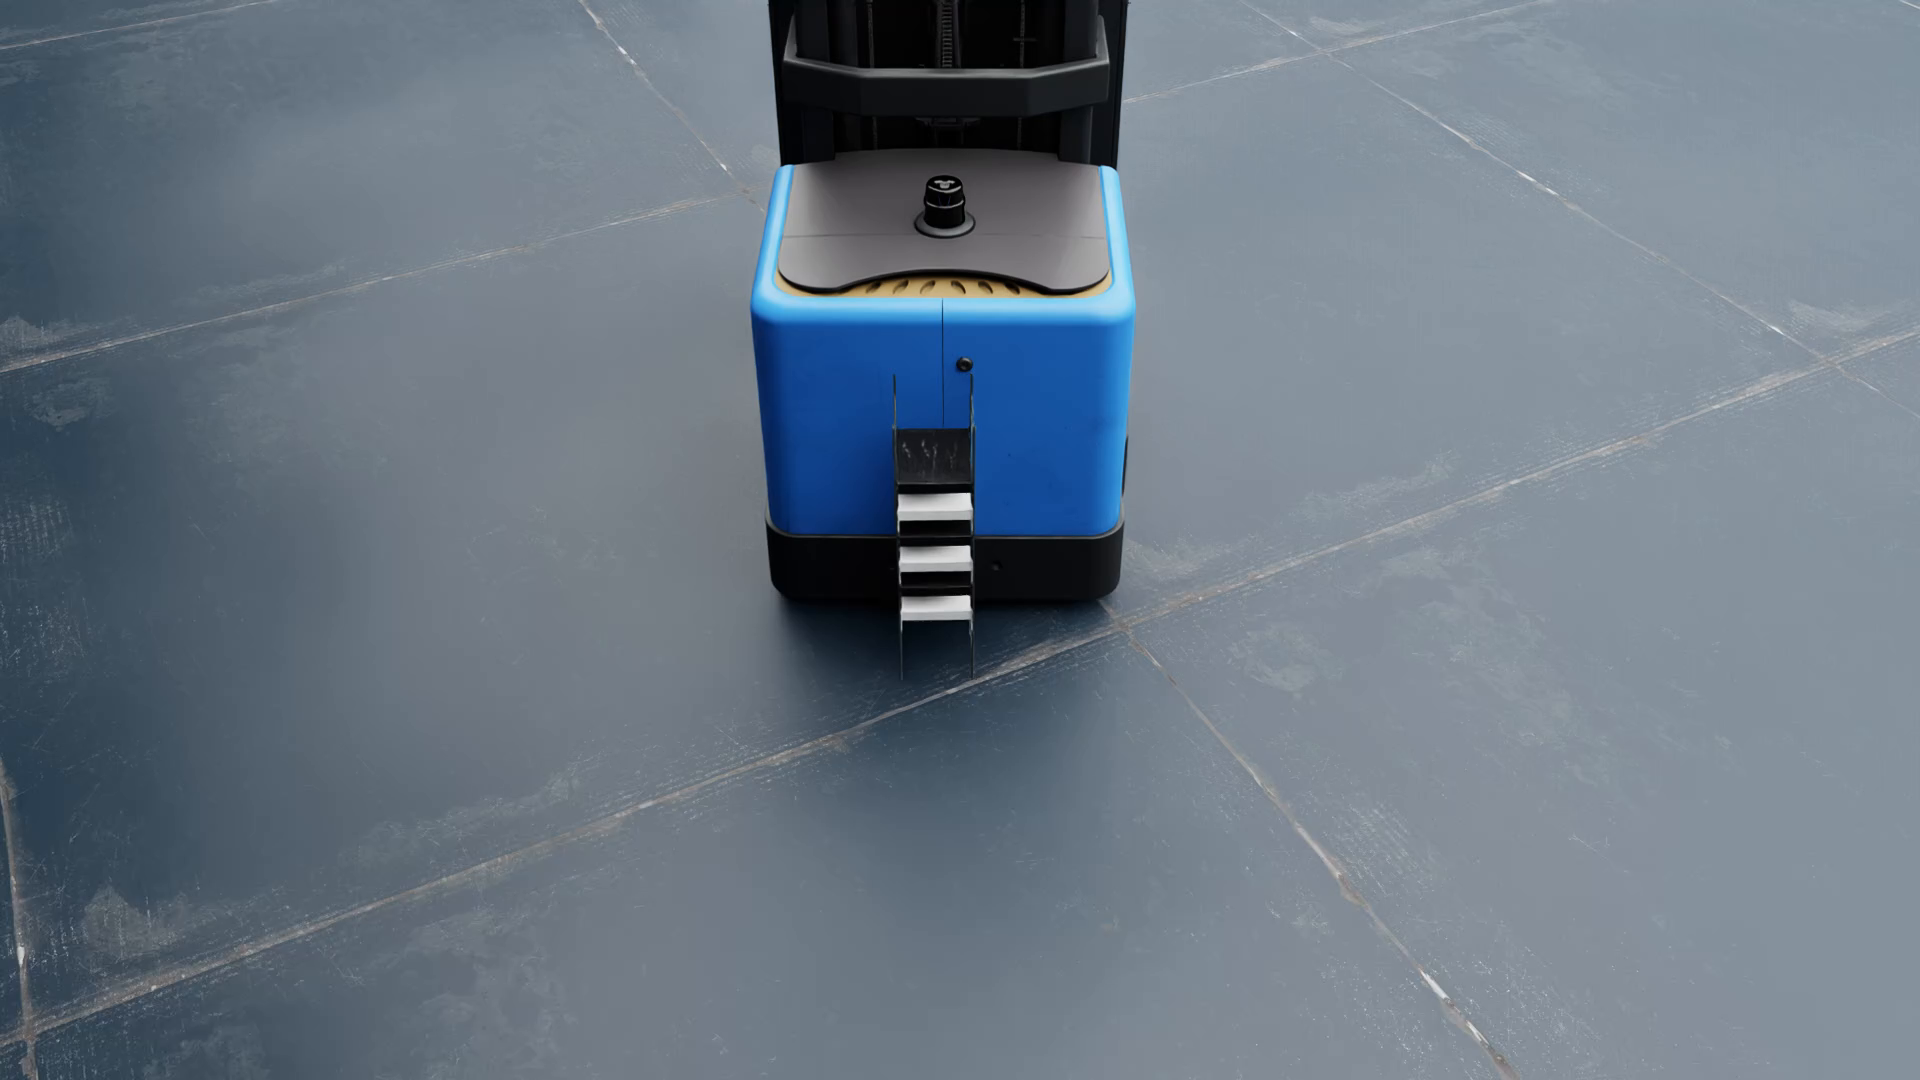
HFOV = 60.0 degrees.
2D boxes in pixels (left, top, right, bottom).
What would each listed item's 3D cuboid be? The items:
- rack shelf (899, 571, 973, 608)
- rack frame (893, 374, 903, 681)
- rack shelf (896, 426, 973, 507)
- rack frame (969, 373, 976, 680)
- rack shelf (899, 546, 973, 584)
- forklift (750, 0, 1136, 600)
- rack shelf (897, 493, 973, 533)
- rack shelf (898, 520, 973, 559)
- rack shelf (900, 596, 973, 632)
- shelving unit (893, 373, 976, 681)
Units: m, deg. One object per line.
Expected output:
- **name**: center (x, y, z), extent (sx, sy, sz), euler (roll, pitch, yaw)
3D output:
- **rack shelf**: center (-0.068, 0.077, 4.654), extent (0.200, 0.077, 0.258), euler (-1, 40, -1)
- **rack frame**: center (-0.170, -0.016, 4.572), extent (0.006, 0.900, 0.240), euler (-1, 40, -1)
- **rack shelf**: center (-0.068, -0.198, 4.421), extent (0.200, 0.077, 0.258), euler (-1, 40, -1)
- **rack frame**: center (0.033, -0.019, 4.576), extent (0.006, 0.900, 0.240), euler (-1, 40, -1)
- **rack shelf**: center (-0.068, 0.008, 4.596), extent (0.200, 0.077, 0.258), euler (-1, 40, -1)
- **forklift**: center (-0.034, -1.865, 5.185), extent (1.130, 2.935, 3.031), euler (0, 40, 0)
- **rack shelf**: center (-0.068, -0.130, 4.479), extent (0.200, 0.077, 0.258), euler (-1, 40, -1)
- **rack shelf**: center (-0.068, -0.061, 4.538), extent (0.200, 0.077, 0.258), euler (-1, 40, -1)
- **rack shelf**: center (-0.068, 0.145, 4.712), extent (0.200, 0.077, 0.258), euler (-1, 40, -1)
- **shelving unit**: center (-0.068, -0.018, 4.574), extent (0.210, 0.900, 0.258), euler (-1, 40, -1)
